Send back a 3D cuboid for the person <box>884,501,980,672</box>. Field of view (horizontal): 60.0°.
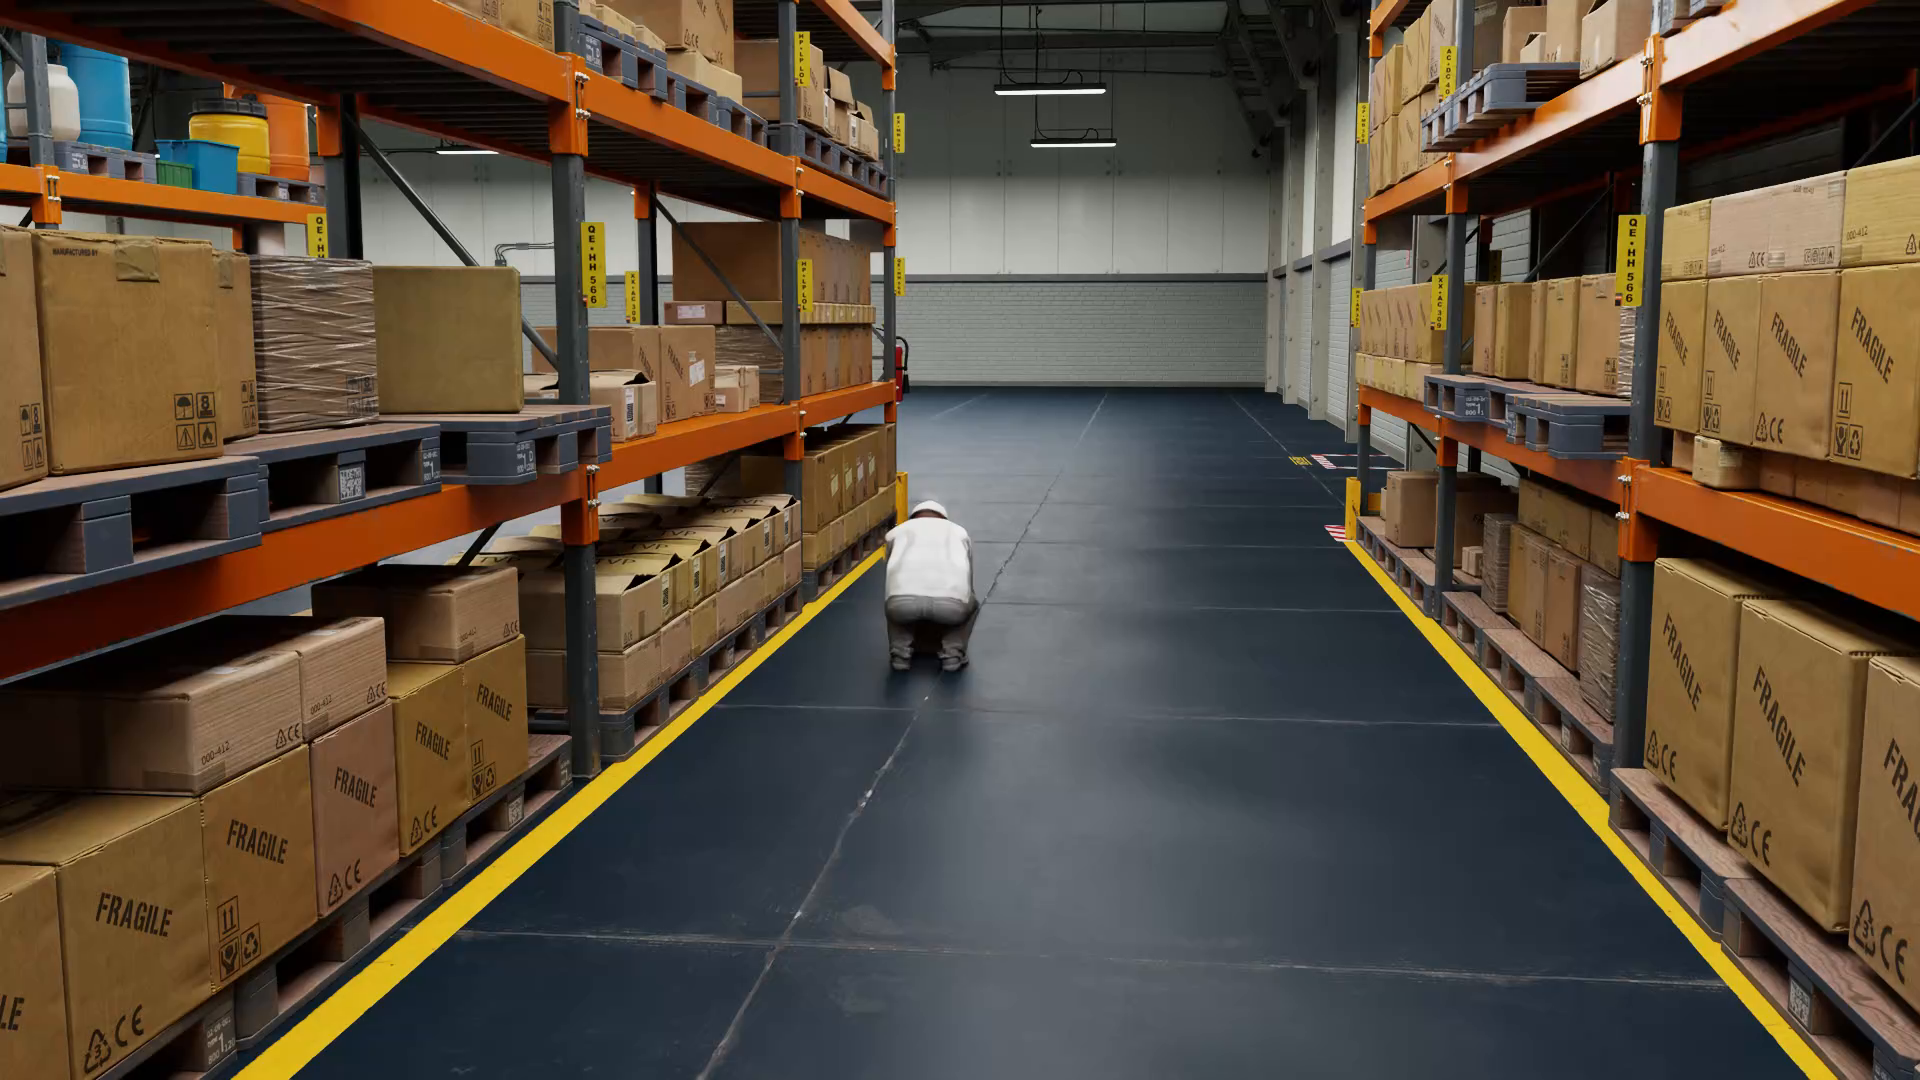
[{"bbox_3d":[-0.160,0.260,8.978,0.529,0.870,0.934,1,8,6],"label":"person"}]
